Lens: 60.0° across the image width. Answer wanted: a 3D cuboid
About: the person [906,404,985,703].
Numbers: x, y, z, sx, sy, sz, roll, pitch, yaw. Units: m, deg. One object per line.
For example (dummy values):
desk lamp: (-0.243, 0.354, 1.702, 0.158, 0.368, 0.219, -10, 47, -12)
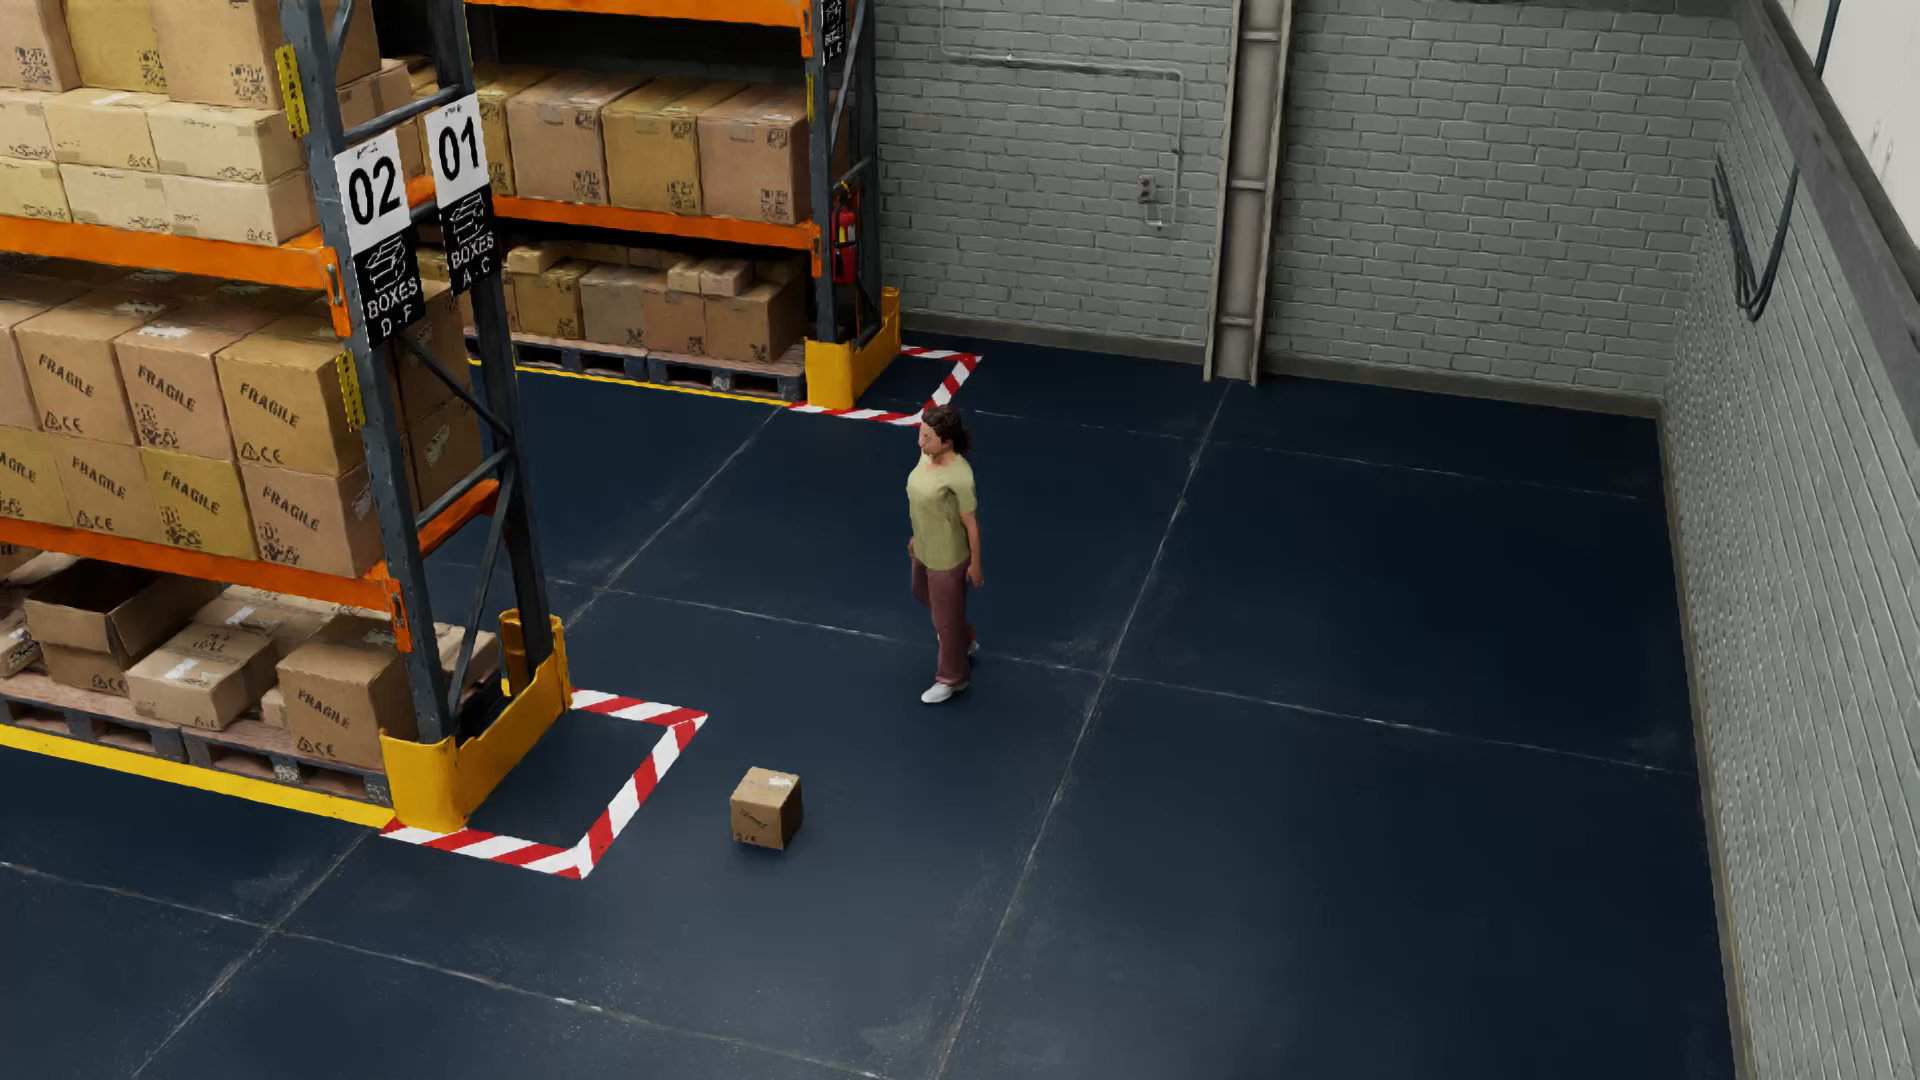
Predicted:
person: (-0.077, 0.006, 8.485, 0.450, 1.663, 0.652, -12, 31, -20)
